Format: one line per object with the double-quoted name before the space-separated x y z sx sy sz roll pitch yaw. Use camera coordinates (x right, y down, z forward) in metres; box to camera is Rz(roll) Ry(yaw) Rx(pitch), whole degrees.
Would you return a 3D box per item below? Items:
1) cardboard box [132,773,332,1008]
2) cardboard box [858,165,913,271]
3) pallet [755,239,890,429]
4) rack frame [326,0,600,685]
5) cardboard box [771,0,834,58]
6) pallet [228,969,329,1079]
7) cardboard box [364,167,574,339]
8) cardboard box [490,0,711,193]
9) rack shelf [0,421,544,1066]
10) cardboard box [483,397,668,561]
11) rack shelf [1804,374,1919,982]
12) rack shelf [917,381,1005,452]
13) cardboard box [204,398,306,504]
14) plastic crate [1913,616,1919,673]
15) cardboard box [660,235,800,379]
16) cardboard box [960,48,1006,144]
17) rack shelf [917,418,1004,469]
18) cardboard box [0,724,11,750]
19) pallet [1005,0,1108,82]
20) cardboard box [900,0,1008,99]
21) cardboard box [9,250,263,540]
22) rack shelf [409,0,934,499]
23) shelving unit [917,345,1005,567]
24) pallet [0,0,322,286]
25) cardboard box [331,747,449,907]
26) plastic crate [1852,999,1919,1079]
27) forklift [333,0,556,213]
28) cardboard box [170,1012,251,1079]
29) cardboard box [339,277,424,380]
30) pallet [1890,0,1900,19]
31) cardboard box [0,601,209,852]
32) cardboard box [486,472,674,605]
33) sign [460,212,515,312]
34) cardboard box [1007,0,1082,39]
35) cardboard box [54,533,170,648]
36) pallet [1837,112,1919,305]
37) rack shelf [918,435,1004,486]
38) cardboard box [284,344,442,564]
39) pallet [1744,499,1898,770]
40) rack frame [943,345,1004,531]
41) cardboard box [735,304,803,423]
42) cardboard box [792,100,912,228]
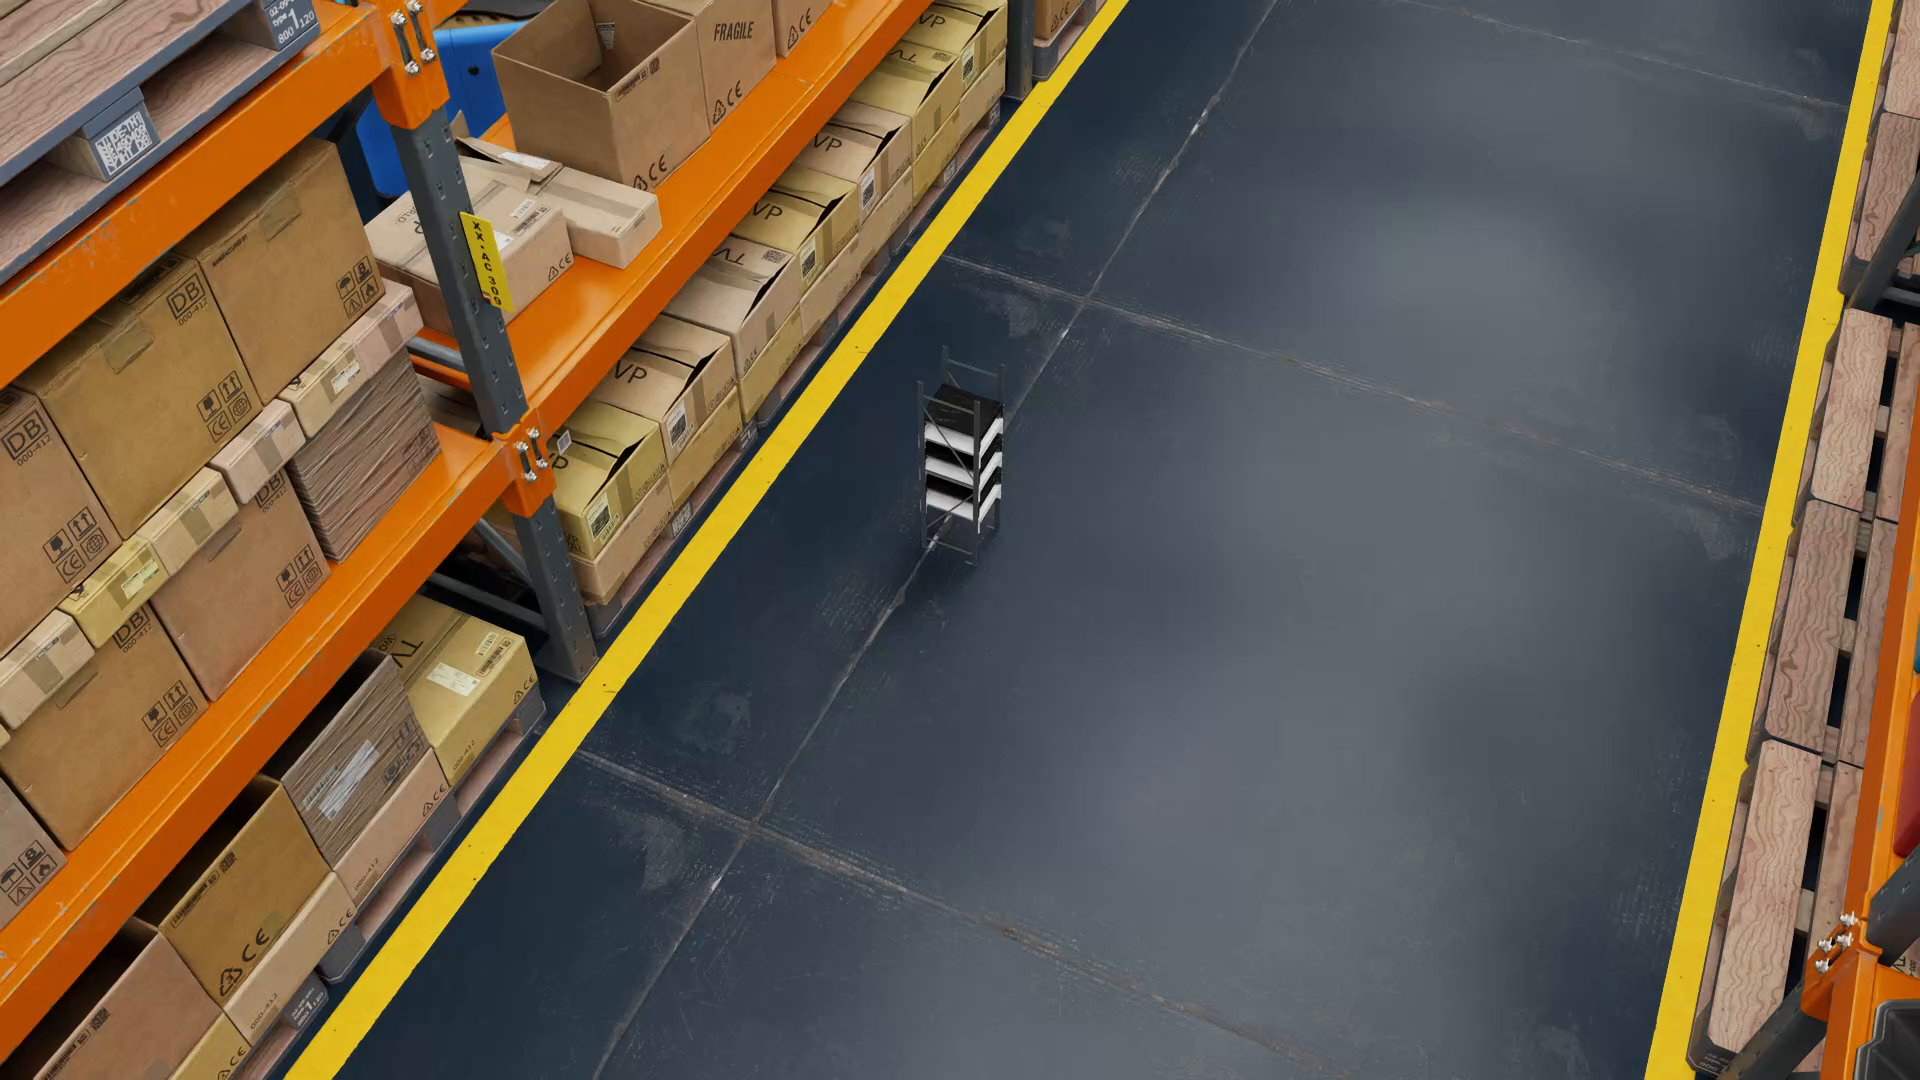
"cardboard box" -2.252 0.944 4.829 0.500 0.500 0.500 20 52 16
"cardboard box" -0.548 -1.501 7.402 0.500 0.250 0.500 21 53 17
"pallet" -1.018 -1.104 7.366 1.003 0.211 1.213 20 52 16
"rack frame" -1.818 -0.644 5.144 1.000 3.000 0.127 20 52 16
"cardboard box" -0.811 -2.270 6.462 0.500 0.500 0.500 17 52 14
"pallet" -2.715 1.637 5.034 1.003 0.211 1.213 20 52 16
"cardboard box" -1.647 -0.949 5.501 0.500 0.250 0.500 23 53 18
"cardboard box" -1.250 -1.563 5.860 0.500 0.500 0.500 23 53 19
"rack shelf" -2.672 0.966 4.246 1.077 0.370 4.000 20 52 16
"cardboard box" -1.416 -0.275 5.991 0.500 0.311 0.500 20 52 16
"rack shelf" 3.514 -0.174 5.216 1.077 0.370 4.000 20 52 16
"rack shelf" 0.003 -0.451 6.047 0.258 0.077 0.200 20 52 16
"cardboard box" -1.957 -0.279 4.342 0.380 0.149 0.250 18 52 15
"plastic crate" 2.849 0.114 4.509 0.392 0.384 0.575 20 52 16
"cardboard box" -0.977 -0.974 6.586 0.500 0.311 0.500 18 52 15
"cardboard box" -0.113 -2.202 7.999 0.500 0.250 0.500 21 53 17
"rack shelf" 0.003 -0.392 6.115 0.258 0.077 0.200 20 52 16
"cardboard box" -2.395 0.428 3.740 0.380 0.149 0.250 21 53 17
"pallet" 0.244 -2.997 8.977 1.003 0.211 1.213 20 52 16
"cardboard box" -0.110 -2.385 7.786 0.500 0.311 0.500 21 53 17
"cardboard box" -2.216 -0.441 4.053 0.700 0.500 0.500 20 52 16
"rack shelf" -0.963 -1.788 6.590 1.077 0.370 4.000 20 52 16
"shelving unit" 0.003 -0.297 6.227 0.258 0.900 0.210 20 52 16
"pallet" -2.159 -0.992 3.528 1.003 0.211 1.213 20 52 16
"cardboard box" -2.041 0.842 5.409 0.500 0.250 0.500 20 52 16
"plastic crate" 2.321 1.309 3.522 0.767 0.338 0.504 20 52 16
"forklift" -2.409 -3.480 7.601 1.130 2.935 3.031 -8 50 -7
"cardboard box" -2.454 1.536 4.818 0.500 0.250 0.500 20 52 16
"cardboard box" -1.740 -0.630 4.640 0.380 0.149 0.250 20 52 16
"pallet" 5.710 -3.117 9.079 1.003 0.211 1.213 20 52 16
"cardboard box" -2.439 0.340 4.240 0.700 0.500 0.500 21 53 17
"cardboard box" -1.421 -0.086 6.199 0.500 0.250 0.500 19 52 15
"sign" -1.315 -0.771 4.631 0.100 0.325 0.005 20 52 16
"cardboard box" 0.344 -2.952 8.460 0.500 0.500 0.500 22 53 18
"cardboard box" -2.176 0.070 4.044 0.380 0.149 0.250 20 52 16
"pallet" 4.667 -1.437 7.649 1.003 0.211 1.213 20 52 16
"rack shelf" 0.003 -0.334 6.184 0.258 0.077 0.200 20 52 16
"cardboard box" -2.002 -0.369 4.844 0.700 0.500 0.500 19 52 15
"pallet" 3.480 0.477 6.021 1.003 0.211 1.213 20 52 16
"rack frame" 0.047 -0.367 6.287 0.240 0.900 0.006 20 52 16
"cardboard box" -0.983 -0.796 6.802 0.500 0.250 0.500 18 52 15
"cardboard box" -0.544 -1.678 7.185 0.500 0.311 0.500 19 52 16
